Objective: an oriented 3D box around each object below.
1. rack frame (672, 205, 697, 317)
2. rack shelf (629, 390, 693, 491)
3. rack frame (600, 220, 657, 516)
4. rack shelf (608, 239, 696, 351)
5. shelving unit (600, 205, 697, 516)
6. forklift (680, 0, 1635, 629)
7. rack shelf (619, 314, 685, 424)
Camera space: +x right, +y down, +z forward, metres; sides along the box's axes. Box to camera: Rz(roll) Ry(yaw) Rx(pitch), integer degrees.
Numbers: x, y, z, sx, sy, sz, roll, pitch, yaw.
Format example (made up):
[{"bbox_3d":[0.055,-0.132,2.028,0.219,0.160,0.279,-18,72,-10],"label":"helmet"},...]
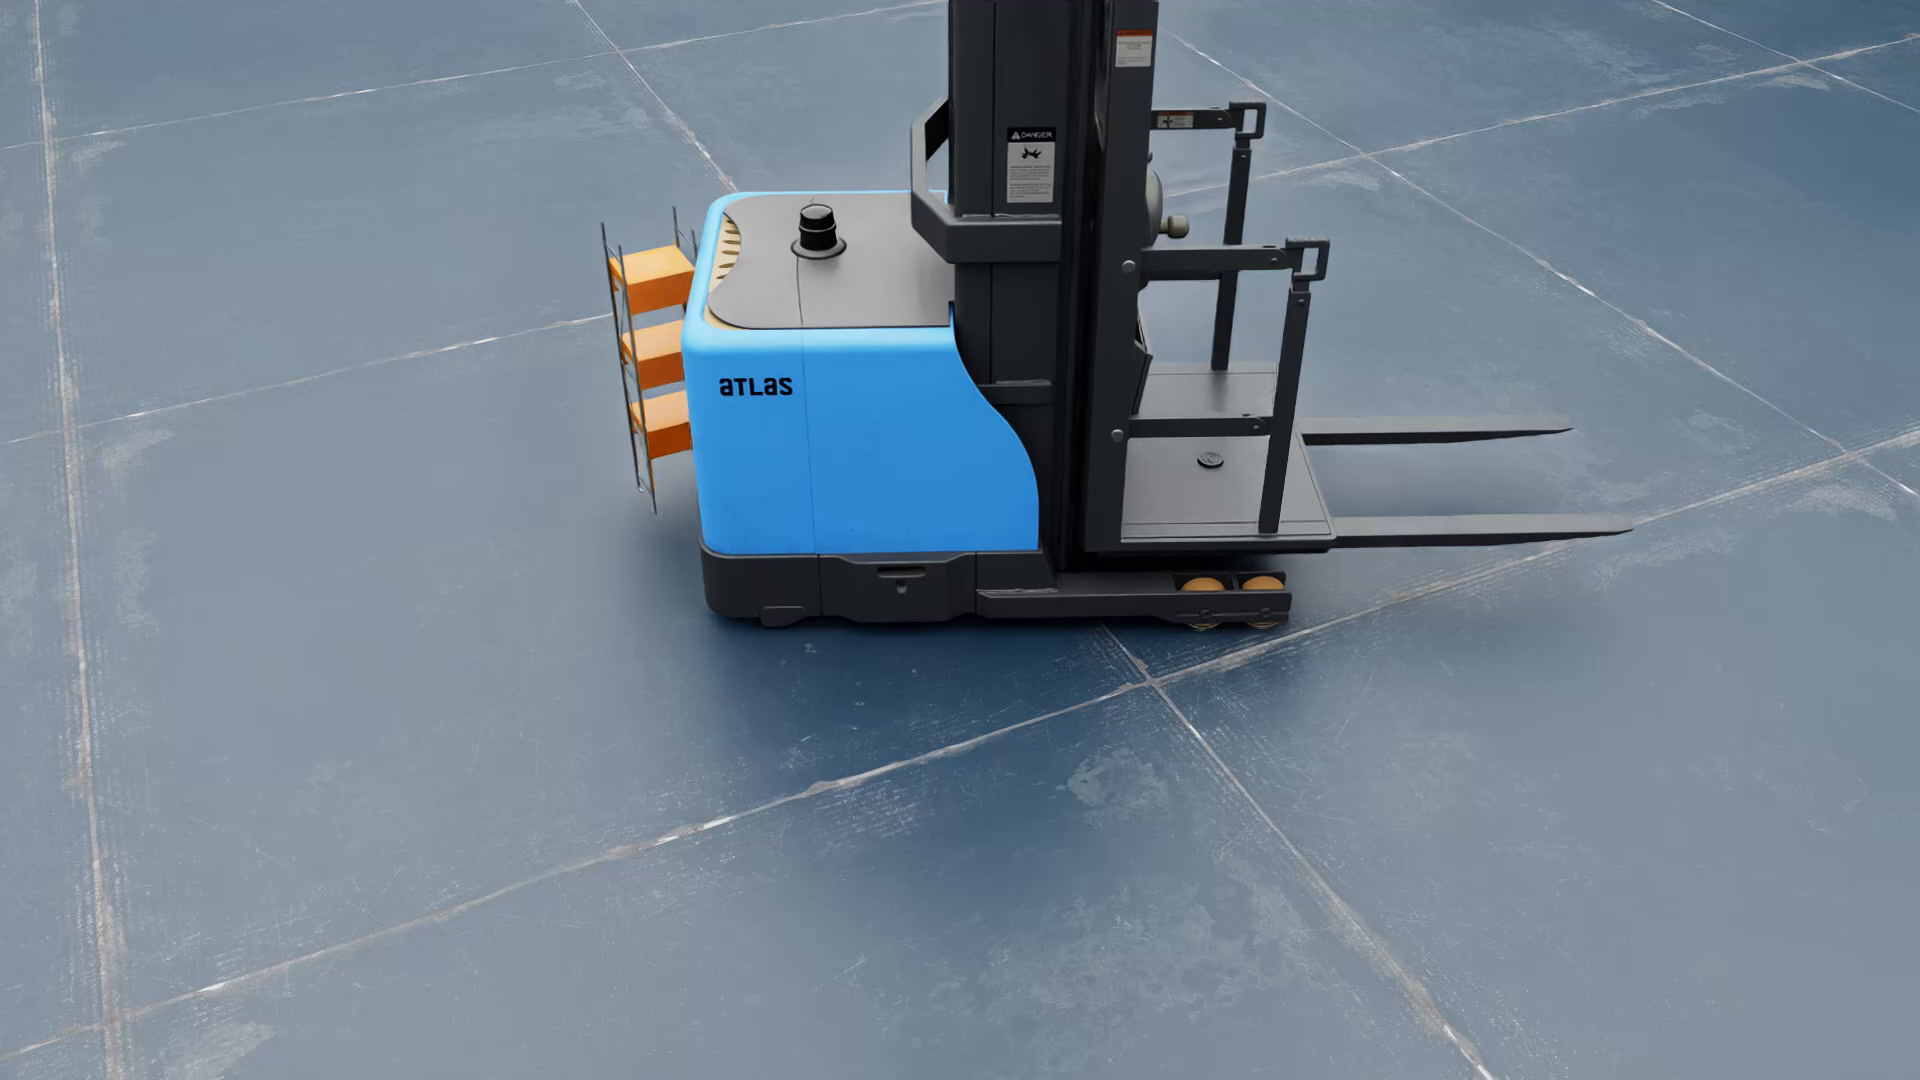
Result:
[{"bbox_3d":[-0.899,-0.626,5.713,0.008,1.050,0.200,-17,40,-22],"label":"rack frame"},{"bbox_3d":[-1.008,-0.361,5.840,0.240,0.259,0.215,-17,40,-22],"label":"rack shelf"},{"bbox_3d":[-1.116,-0.560,5.624,0.008,1.050,0.200,-17,40,-22],"label":"rack frame"},{"bbox_3d":[-1.008,-0.813,5.506,0.240,0.259,0.215,-17,40,-22],"label":"rack shelf"},{"bbox_3d":[-1.008,-0.593,5.668,0.252,1.050,0.215,-17,40,-22],"label":"shelving unit"},{"bbox_3d":[0.681,-1.208,4.918,3.031,2.935,1.130,-1,37,-1],"label":"forklift"},{"bbox_3d":[-1.008,-0.585,5.675,0.240,0.259,0.215,-17,40,-22],"label":"rack shelf"}]
